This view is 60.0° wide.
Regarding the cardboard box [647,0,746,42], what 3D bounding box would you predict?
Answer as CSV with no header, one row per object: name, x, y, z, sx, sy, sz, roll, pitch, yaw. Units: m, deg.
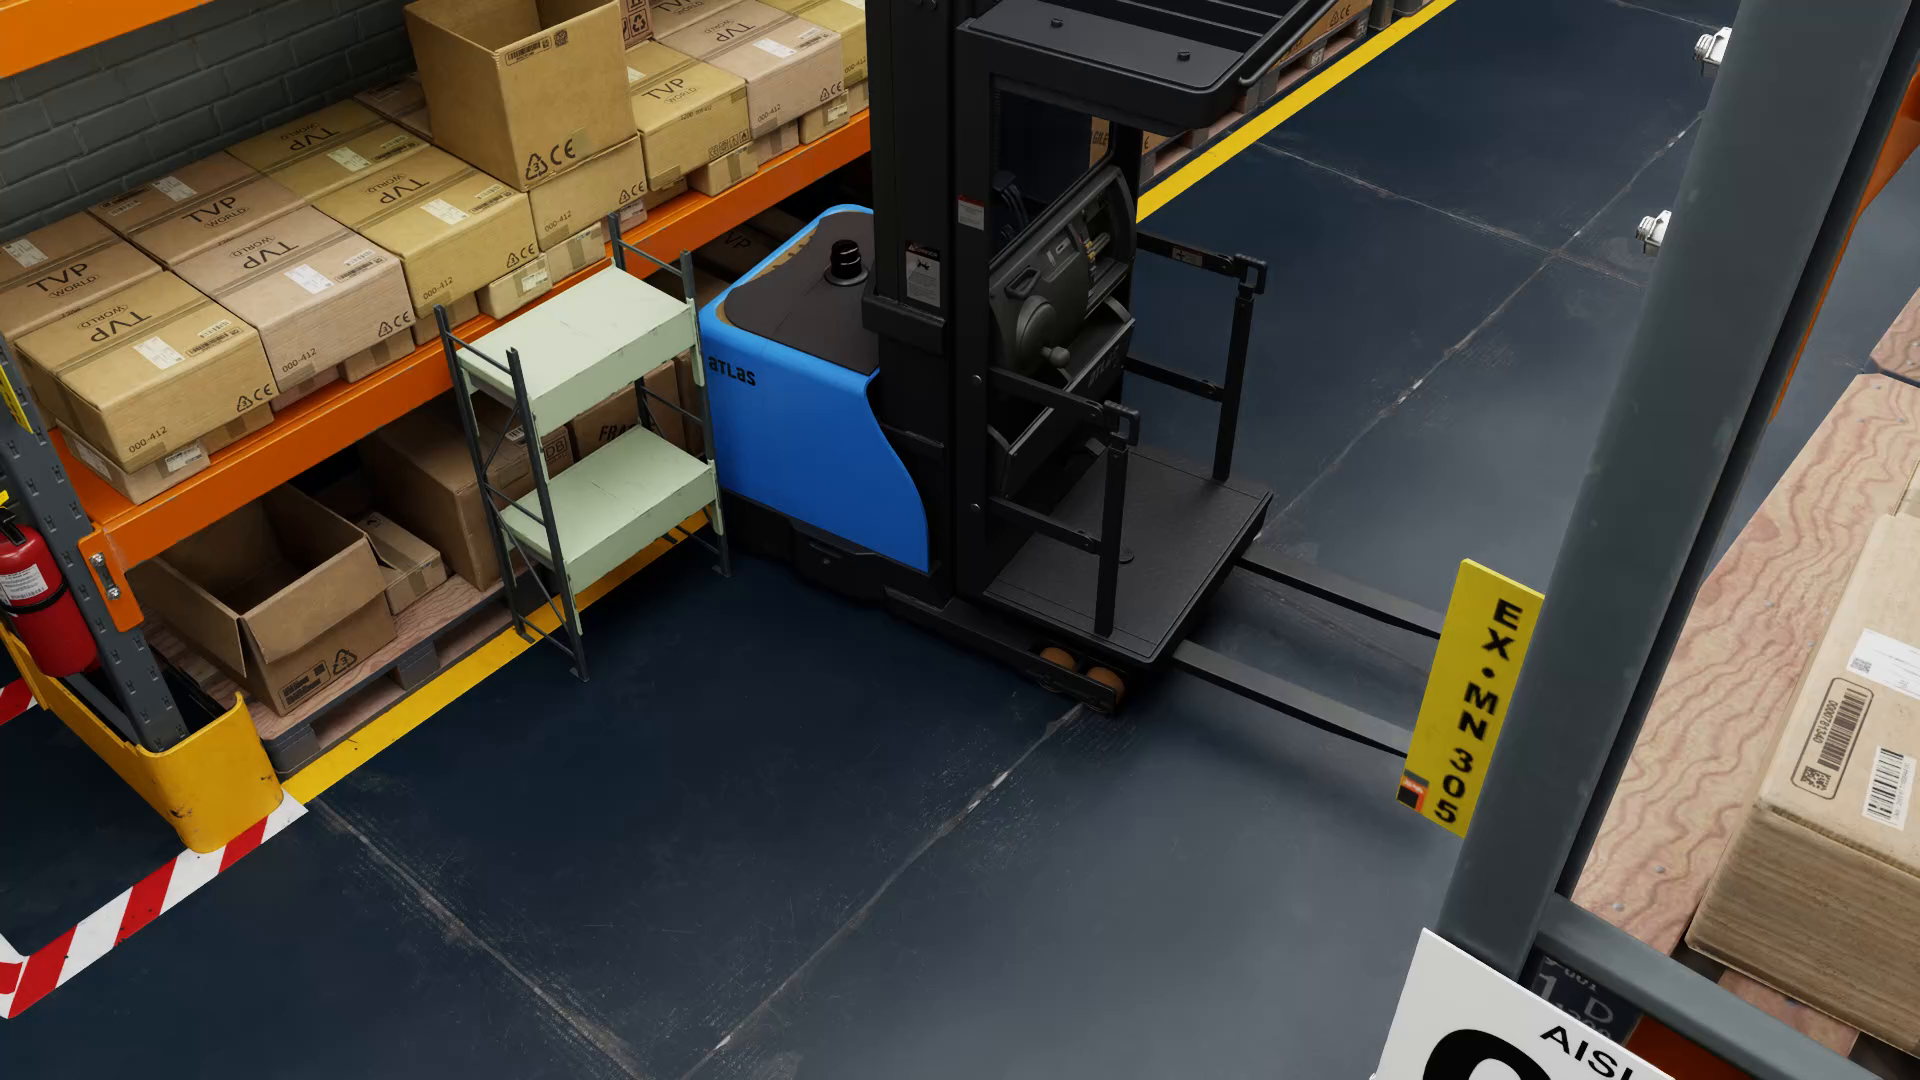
cardboard box,-1.192,-2.054,6.670,0.500,0.250,0.500,29,50,28

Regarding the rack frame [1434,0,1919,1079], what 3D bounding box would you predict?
rack frame,0.878,-0.412,0.514,1.000,3.000,0.127,29,50,28

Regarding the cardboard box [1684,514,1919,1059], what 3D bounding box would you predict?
cardboard box,1.099,0.291,1.696,0.500,0.250,0.500,25,48,25

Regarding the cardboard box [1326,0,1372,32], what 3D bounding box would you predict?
cardboard box,2.117,-3.378,9.782,0.500,0.500,0.500,31,51,30

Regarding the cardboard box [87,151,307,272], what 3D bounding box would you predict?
cardboard box,-2.498,-1.010,5.522,0.500,0.250,0.500,30,50,29

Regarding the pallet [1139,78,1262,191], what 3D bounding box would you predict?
pallet,0.930,-2.433,9.269,1.003,0.211,1.213,29,50,28

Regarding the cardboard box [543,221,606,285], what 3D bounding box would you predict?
cardboard box,-1.481,-1.083,5.898,0.380,0.149,0.250,31,50,29

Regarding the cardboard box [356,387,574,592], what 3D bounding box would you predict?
cardboard box,-1.878,-0.267,6.360,0.700,0.500,0.500,32,51,30

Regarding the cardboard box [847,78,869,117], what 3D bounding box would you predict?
cardboard box,-0.512,-1.889,6.784,0.380,0.149,0.250,31,51,29

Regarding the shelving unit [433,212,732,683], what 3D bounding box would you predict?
shelving unit,-1.300,-0.304,5.969,0.431,1.500,0.755,29,50,28

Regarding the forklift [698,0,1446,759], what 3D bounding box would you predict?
forklift,0.533,-0.868,5.526,3.031,2.935,1.130,22,47,22

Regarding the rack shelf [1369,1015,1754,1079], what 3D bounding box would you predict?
rack shelf,2.165,-0.066,2.897,1.077,0.370,4.000,29,50,28

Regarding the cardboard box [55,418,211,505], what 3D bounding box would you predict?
cardboard box,-2.502,-0.297,5.033,0.380,0.149,0.250,29,50,28

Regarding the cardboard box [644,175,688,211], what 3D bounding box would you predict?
cardboard box,-1.245,-1.393,6.239,0.380,0.149,0.250,30,50,29

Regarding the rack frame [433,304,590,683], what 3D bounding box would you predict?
rack frame,-1.535,-0.116,5.762,0.400,1.500,0.023,29,50,28

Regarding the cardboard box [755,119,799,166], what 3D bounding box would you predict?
cardboard box,-0.850,-1.621,6.490,0.380,0.149,0.250,31,51,29

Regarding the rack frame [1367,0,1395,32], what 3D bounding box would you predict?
rack frame,2.225,-4.458,9.424,1.000,3.000,0.127,29,50,28

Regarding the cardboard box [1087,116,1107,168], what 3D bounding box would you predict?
cardboard box,0.469,-2.059,8.331,0.500,0.500,0.500,29,50,28

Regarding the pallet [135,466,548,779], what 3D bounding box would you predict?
pallet,-2.362,0.243,6.327,1.003,0.211,1.213,29,50,28

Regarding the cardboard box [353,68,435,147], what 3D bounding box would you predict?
cardboard box,-1.839,-1.533,6.096,0.500,0.250,0.500,29,50,28

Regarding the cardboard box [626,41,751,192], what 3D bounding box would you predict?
cardboard box,-1.133,-1.570,6.137,0.500,0.250,0.500,29,50,28

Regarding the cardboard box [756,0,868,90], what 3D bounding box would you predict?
cardboard box,-0.490,-2.086,6.704,0.500,0.250,0.500,31,51,29

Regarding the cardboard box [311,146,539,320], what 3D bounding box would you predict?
cardboard box,-1.777,-1.033,5.547,0.500,0.250,0.500,29,49,28

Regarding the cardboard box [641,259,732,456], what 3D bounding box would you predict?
cardboard box,-1.209,-0.801,6.948,0.700,0.500,0.500,28,49,27

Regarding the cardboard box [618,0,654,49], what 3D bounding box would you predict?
cardboard box,-1.511,-2.079,6.140,0.500,0.500,0.500,28,49,27

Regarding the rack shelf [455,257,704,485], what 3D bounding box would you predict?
rack shelf,-1.300,-0.593,5.707,0.431,0.370,0.720,29,50,28

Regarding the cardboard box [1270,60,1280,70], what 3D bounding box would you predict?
cardboard box,1.452,-2.854,9.205,0.500,0.500,0.500,32,51,30

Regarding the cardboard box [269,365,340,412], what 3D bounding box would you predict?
cardboard box,-2.231,-0.598,5.365,0.380,0.149,0.250,29,50,28

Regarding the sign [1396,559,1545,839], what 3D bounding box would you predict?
sign,0.472,0.158,1.518,0.100,0.325,0.005,29,50,28

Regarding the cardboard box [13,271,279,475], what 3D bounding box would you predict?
cardboard box,-2.425,-0.511,4.972,0.500,0.250,0.500,30,50,29

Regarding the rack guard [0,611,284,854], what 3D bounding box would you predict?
rack guard,-2.875,0.547,5.777,1.175,0.500,0.348,29,50,28

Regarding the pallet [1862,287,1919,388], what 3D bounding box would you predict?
pallet,2.132,-0.287,2.672,1.003,0.211,1.213,29,50,28

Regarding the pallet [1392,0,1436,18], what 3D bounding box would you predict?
pallet,2.785,-3.834,10.809,1.003,0.211,1.213,29,50,28

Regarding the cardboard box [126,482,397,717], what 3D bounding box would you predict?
cardboard box,-2.457,0.155,5.893,0.797,0.503,0.637,28,49,27

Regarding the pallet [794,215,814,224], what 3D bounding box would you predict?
pallet,-0.792,-1.014,7.708,1.003,0.211,1.213,29,50,28

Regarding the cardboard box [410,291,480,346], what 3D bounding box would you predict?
cardboard box,-1.855,-0.841,5.632,0.380,0.149,0.250,30,50,29
